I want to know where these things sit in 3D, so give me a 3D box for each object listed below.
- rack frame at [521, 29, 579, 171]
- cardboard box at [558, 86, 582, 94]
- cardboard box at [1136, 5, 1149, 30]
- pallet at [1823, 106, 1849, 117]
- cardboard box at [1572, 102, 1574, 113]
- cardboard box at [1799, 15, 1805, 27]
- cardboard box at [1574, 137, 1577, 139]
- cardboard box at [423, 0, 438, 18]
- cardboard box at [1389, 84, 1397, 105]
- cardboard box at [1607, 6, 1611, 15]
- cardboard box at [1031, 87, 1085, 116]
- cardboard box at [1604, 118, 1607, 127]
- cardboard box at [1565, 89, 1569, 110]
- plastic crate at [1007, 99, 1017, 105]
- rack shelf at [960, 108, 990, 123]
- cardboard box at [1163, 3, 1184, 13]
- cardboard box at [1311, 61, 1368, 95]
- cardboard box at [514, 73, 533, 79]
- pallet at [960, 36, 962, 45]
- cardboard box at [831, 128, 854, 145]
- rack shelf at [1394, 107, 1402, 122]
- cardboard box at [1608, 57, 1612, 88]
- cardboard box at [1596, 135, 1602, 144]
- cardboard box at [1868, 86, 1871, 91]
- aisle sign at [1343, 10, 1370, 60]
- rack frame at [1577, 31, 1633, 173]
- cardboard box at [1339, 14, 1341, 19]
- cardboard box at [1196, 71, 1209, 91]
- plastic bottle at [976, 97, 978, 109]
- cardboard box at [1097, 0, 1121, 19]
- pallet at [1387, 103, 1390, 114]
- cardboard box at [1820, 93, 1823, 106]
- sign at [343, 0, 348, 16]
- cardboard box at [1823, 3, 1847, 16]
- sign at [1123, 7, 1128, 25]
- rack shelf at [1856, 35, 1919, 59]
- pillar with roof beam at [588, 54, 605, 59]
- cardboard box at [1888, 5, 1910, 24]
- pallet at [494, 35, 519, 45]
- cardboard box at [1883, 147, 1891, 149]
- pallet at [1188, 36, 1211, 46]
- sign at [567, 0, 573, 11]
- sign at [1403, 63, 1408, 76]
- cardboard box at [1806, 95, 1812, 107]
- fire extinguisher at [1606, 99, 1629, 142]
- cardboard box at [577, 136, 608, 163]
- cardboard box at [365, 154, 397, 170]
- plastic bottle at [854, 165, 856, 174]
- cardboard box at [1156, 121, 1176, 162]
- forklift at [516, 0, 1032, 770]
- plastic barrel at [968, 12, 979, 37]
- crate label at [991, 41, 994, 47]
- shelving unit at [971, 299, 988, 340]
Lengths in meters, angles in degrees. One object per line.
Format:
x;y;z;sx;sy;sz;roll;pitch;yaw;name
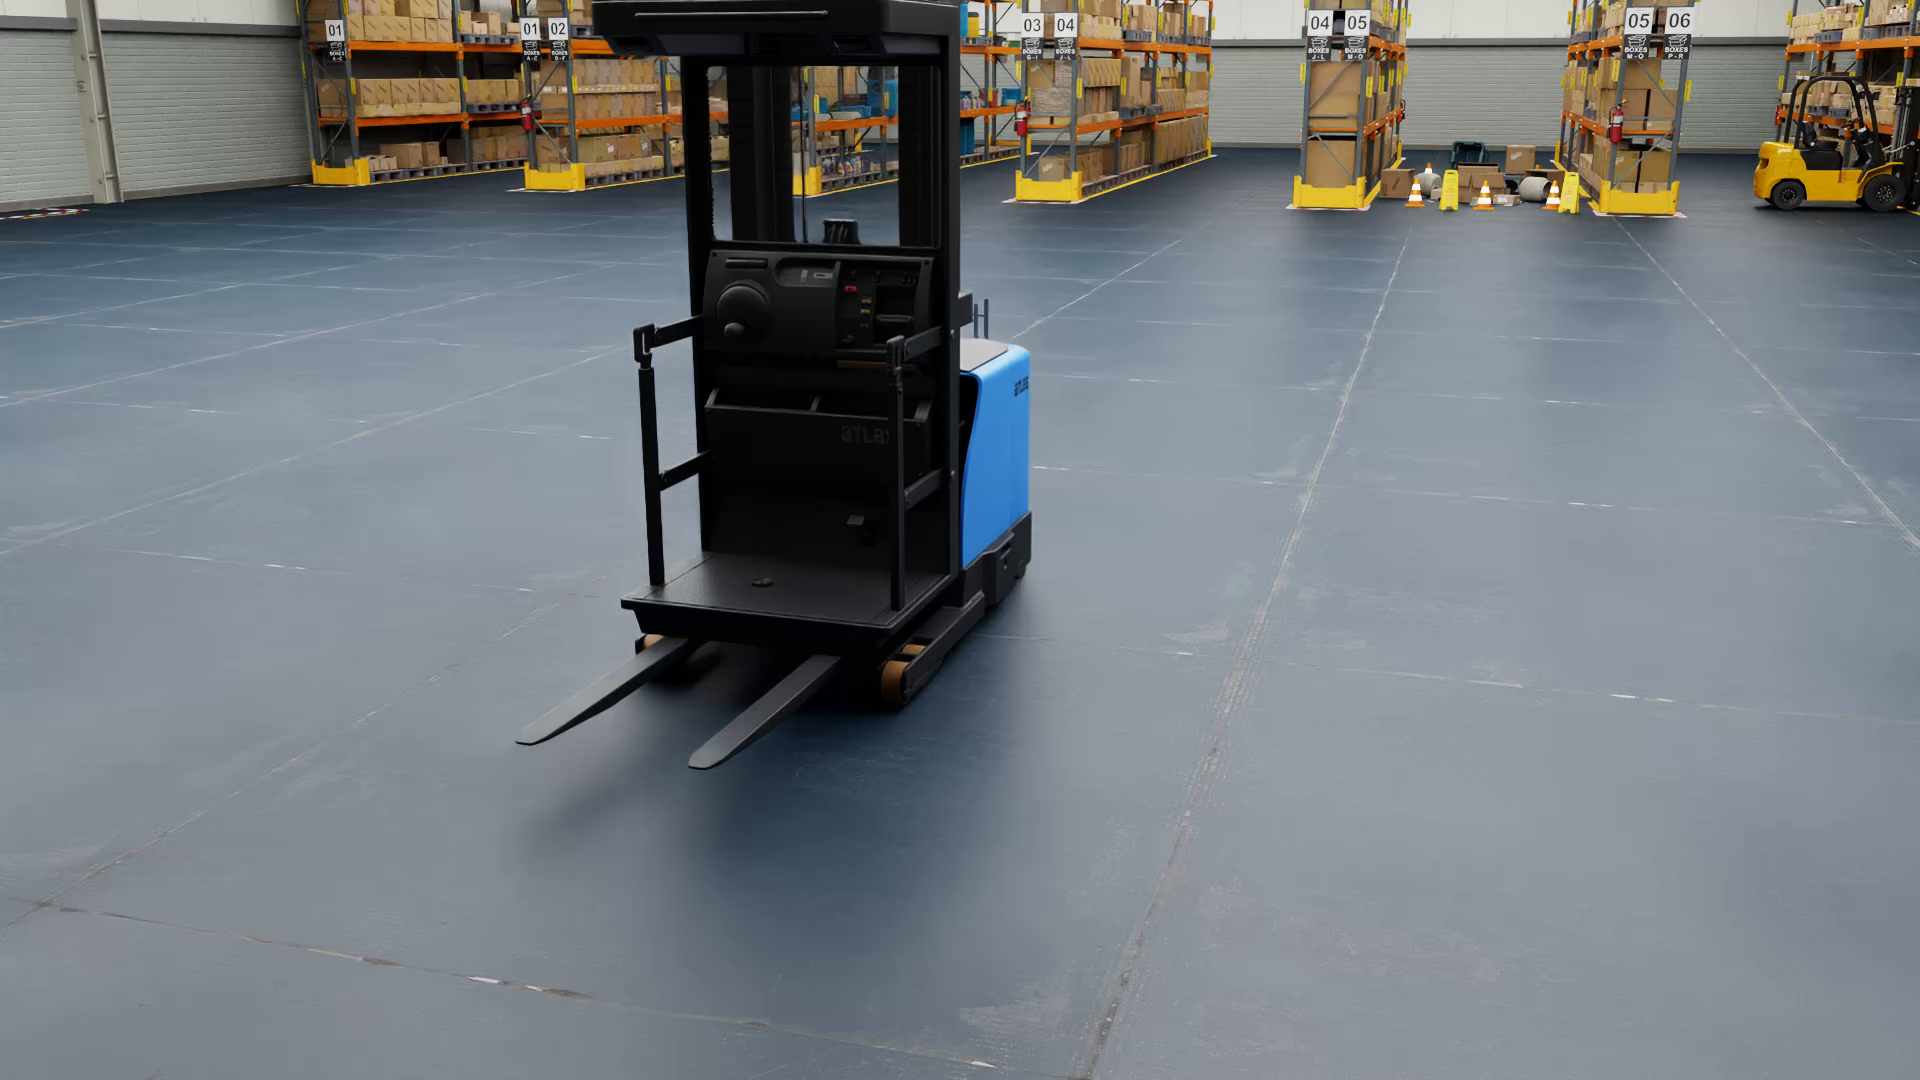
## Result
-7.923;-8.331;32.205;1.000;3.000;0.127;5;16;16;rack frame
-7.605;-8.777;32.406;0.380;0.149;0.250;5;16;15;cardboard box
3.661;-10.979;34.944;0.500;0.500;0.500;5;17;17;cardboard box
18.657;-8.919;34.630;1.003;0.211;1.213;5;16;16;pallet
14.107;-9.766;37.539;0.500;0.250;0.500;4;16;15;cardboard box
19.723;-11.989;38.419;0.500;0.250;0.500;4;16;15;cardboard box
15.278;-9.528;40.352;0.875;0.438;0.875;5;17;17;cardboard box
-11.566;-11.446;35.636;0.500;0.500;0.500;6;17;19;cardboard box
10.093;-10.592;39.446;0.500;0.500;0.500;4;16;15;cardboard box
11.809;-9.489;29.788;0.380;0.149;0.250;4;16;15;cardboard box
1.756;-7.895;29.939;0.875;0.500;0.500;5;16;16;cardboard box
11.398;-7.260;28.887;0.380;0.149;0.250;5;16;16;cardboard box
14.932;-10.658;40.225;0.500;0.500;0.500;5;16;16;cardboard box
1.314;-11.807;44.831;0.396;0.136;0.243;5;16;16;plastic crate
-0.333;-10.216;40.169;1.077;0.370;4.000;5;16;16;rack shelf
5.257;-13.049;40.831;0.500;0.250;0.500;4;16;12;cardboard box
6.443;-7.837;28.208;0.875;0.550;0.550;5;16;16;cardboard box
-10.547;-11.201;40.145;0.380;0.149;0.250;2;16;7;cardboard box
-0.590;-11.584;38.522;1.003;0.211;1.213;5;16;16;pallet
-3.294;-11.365;46.675;0.500;0.500;0.500;5;16;16;cardboard box
10.279;-10.468;41.055;1.077;0.370;4.000;5;16;16;rack shelf
11.162;-7.748;27.589;0.700;0.500;0.500;5;17;16;cardboard box
11.692;-7.231;30.031;0.380;0.149;0.250;5;17;17;cardboard box
17.551;-8.594;31.758;0.380;0.149;0.250;5;17;16;cardboard box
6.568;-8.360;27.542;0.394;0.787;0.004;5;16;16;aisle sign
13.349;-8.887;34.163;1.000;3.000;0.127;5;16;16;rack frame
6.576;-9.303;29.641;0.380;0.149;0.250;5;17;17;cardboard box
6.234;-12.032;43.607;0.500;0.500;0.500;5;17;17;cardboard box
0.411;-10.837;41.254;0.061;0.283;0.133;5;16;16;plastic bottle
2.827;-10.346;32.166;0.500;0.500;0.500;4;16;14;cardboard box
9.097;-9.673;37.286;1.003;0.211;1.213;5;16;16;pallet
18.483;-9.353;35.283;0.396;0.266;0.258;5;17;19;cardboard box
-12.153;-10.536;32.879;0.100;0.325;0.005;5;16;16;sign
18.825;-11.412;35.773;0.396;0.266;0.258;4;16;15;cardboard box
3.233;-10.260;32.561;0.100;0.325;0.005;5;16;16;sign
17.540;-9.076;30.653;1.077;0.370;4.000;5;16;16;rack shelf
-5.766;-14.656;43.511;9.100;9.000;0.400;5;16;16;pillar with roof beam
17.162;-9.515;30.094;0.500;0.311;0.500;4;16;14;cardboard box
-10.967;-11.538;38.359;1.213;0.211;1.003;5;16;16;pallet
17.549;-7.052;31.278;0.875;0.625;0.625;4;16;14;cardboard box
5.920;-12.954;43.167;1.003;0.211;1.213;5;16;16;pallet
-7.393;-10.188;31.508;0.100;0.325;0.005;5;16;16;sign
11.374;-11.998;42.431;0.100;0.325;0.005;5;16;16;sign
19.156;-9.772;37.015;0.500;0.250;0.500;5;17;17;cardboard box
10.601;-6.762;26.815;0.296;0.674;0.183;5;16;16;fire extinguisher
-7.417;-7.825;33.316;0.500;0.500;0.500;5;16;16;cardboard box
-12.229;-7.956;35.002;0.500;0.311;0.500;6;17;20;cardboard box
-2.149;-7.457;33.446;0.097;0.201;0.097;0;16;0;plastic bottle
4.324;-9.246;38.556;1.225;0.875;0.875;5;16;16;cardboard box
-0.616;-0.920;6.203;1.130;2.935;3.031;5;17;18;forklift
0.170;-12.567;40.526;0.600;0.588;0.600;0;16;0;plastic barrel
0.651;-12.507;41.915;0.293;0.136;0.466;5;16;16;crate label
-0.004;-0.573;8.152;0.258;1.200;0.189;5;16;16;shelving unit
